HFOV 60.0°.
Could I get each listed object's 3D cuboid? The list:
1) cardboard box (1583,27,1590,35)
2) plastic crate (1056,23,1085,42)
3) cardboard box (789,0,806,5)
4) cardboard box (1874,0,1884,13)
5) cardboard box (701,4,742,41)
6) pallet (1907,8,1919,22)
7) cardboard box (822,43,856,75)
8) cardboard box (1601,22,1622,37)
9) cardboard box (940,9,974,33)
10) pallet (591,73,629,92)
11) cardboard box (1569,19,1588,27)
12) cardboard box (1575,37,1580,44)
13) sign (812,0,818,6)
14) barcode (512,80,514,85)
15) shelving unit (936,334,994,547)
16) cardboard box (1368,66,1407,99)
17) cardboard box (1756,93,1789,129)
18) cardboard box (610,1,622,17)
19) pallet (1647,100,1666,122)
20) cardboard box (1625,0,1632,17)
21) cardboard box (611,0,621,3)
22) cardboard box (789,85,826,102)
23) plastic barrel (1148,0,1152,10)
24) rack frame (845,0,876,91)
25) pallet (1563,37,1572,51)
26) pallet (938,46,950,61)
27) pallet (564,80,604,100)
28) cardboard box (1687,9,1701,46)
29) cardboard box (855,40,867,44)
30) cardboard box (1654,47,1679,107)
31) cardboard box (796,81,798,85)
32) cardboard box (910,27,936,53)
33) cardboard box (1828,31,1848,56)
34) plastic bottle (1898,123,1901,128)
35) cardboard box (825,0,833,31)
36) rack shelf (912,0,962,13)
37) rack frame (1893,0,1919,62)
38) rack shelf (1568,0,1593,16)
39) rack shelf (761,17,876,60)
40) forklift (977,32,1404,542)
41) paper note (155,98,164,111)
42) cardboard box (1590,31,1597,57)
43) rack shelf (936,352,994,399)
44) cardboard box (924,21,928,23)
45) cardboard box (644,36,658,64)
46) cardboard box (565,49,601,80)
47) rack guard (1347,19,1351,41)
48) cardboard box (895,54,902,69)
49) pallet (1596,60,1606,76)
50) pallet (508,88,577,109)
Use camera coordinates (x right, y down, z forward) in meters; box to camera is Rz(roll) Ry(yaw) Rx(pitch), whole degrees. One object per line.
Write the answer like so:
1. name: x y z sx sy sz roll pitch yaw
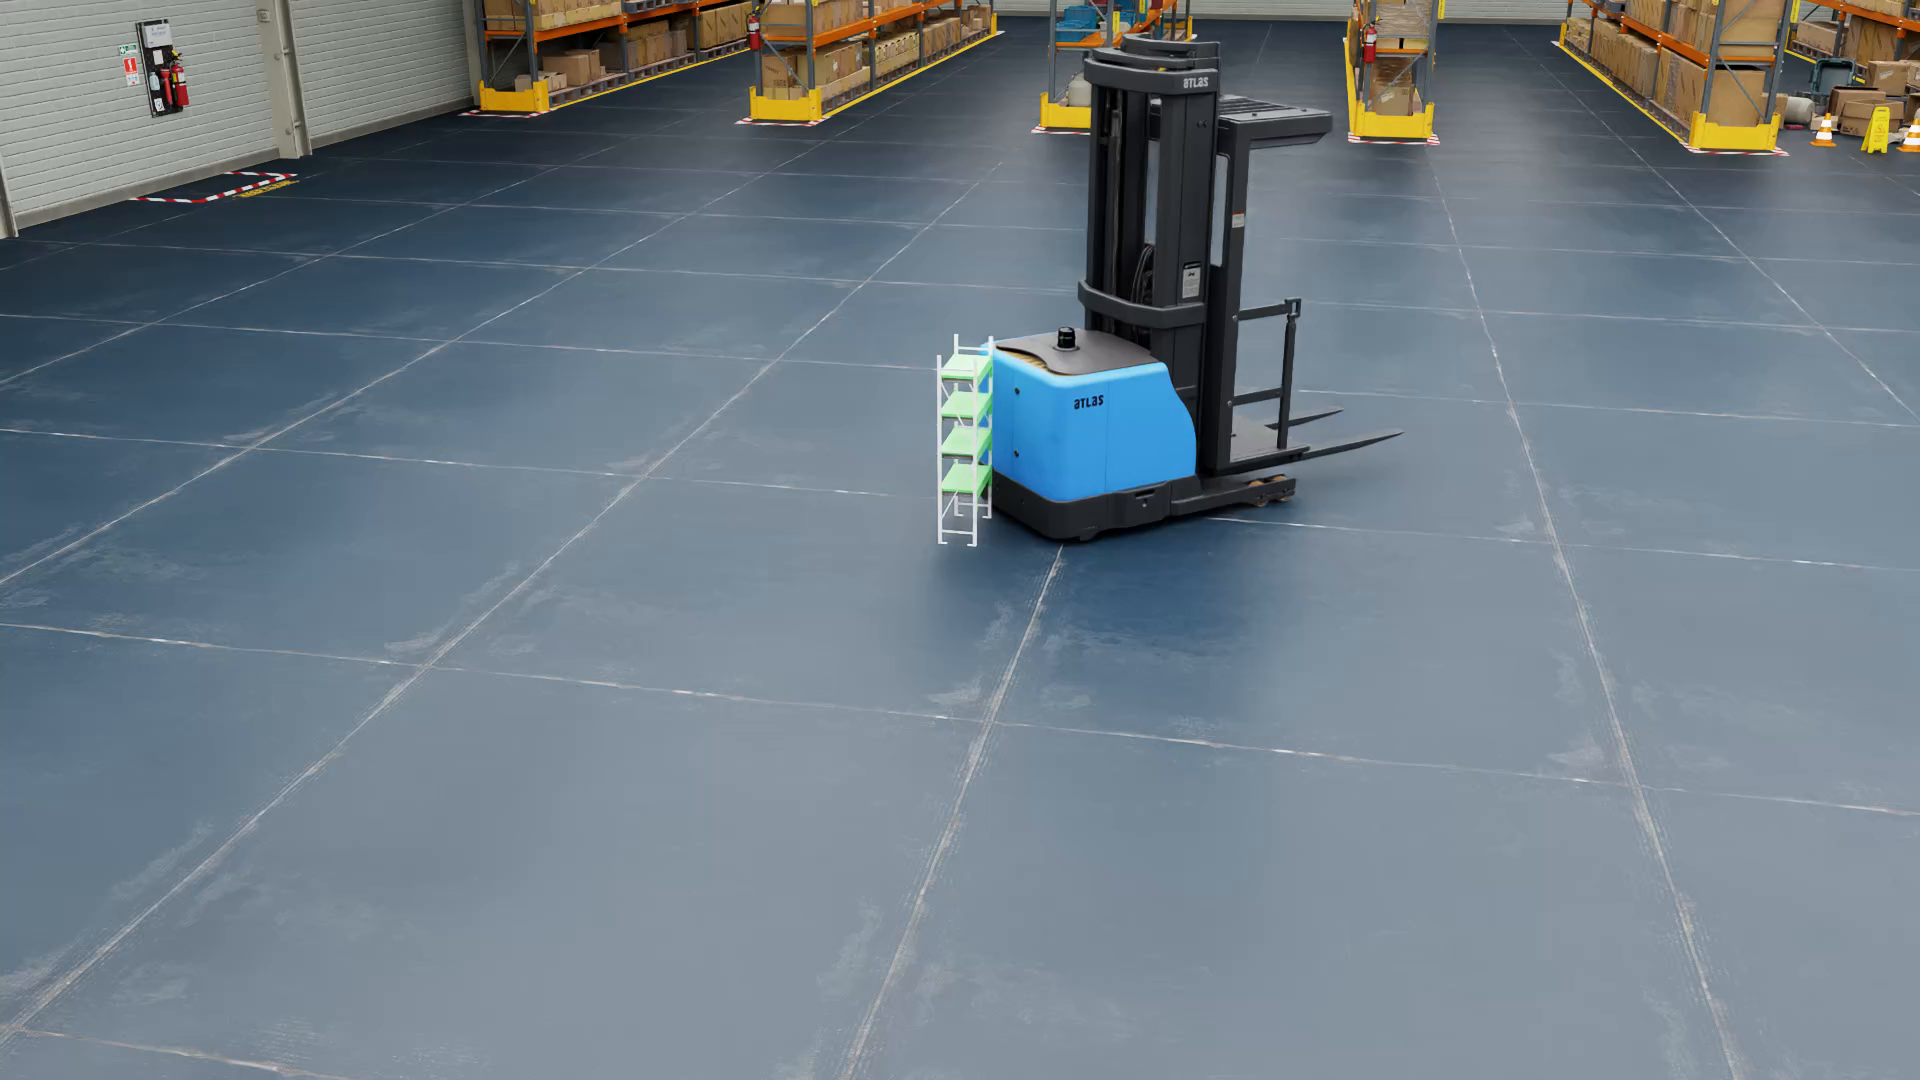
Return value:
1. cardboard box: 13.940 -11.190 36.582 0.380 0.149 0.250 4 22 10
2. plastic crate: 1.742 -8.245 27.010 0.499 0.251 0.616 4 22 11
3. cardboard box: -2.625 -8.961 27.587 0.380 0.149 0.250 4 22 11
4. cardboard box: 18.171 -10.407 32.380 0.500 0.250 0.500 4 22 10
5. cardboard box: -5.501 -11.877 38.143 0.750 0.750 0.750 5 23 13
6. pallet: 18.074 -9.543 30.291 1.213 0.211 1.003 4 22 11
7. cardboard box: -2.192 -8.666 29.970 0.500 0.500 0.500 4 22 11
8. cardboard box: 13.441 -10.456 34.081 0.500 0.250 0.500 5 23 13
9. cardboard box: -0.089 -12.609 40.400 0.797 0.503 0.637 4 22 11
10. pallet: -7.052 -8.784 31.883 1.003 0.211 1.213 4 22 11
11. cardboard box: 14.326 -11.957 38.486 0.380 0.149 0.250 4 22 11
12. cardboard box: 14.158 -11.305 37.664 0.380 0.149 0.250 4 22 11
13. sign: -2.374 -8.881 27.125 0.100 0.325 0.005 4 22 11
14. barcode: -7.925 -8.108 29.468 0.001 0.075 0.075 4 22 11
15. shelving unit: 0.034 -0.617 10.280 0.258 1.200 0.503 4 22 11
16. cardboard box: 7.367 -7.875 28.677 0.500 0.500 0.500 12 25 28
17. cardboard box: 13.120 -6.974 26.998 0.500 0.500 0.500 8 23 20
18. cardboard box: -6.750 -10.070 31.515 0.500 0.250 0.500 5 22 11
19. pallet: 12.201 -7.213 27.980 1.003 0.211 1.213 4 22 11
20. cardboard box: 12.893 -10.144 31.392 0.500 0.500 0.500 5 22 12
21. cardboard box: -6.744 -10.417 31.375 0.500 0.500 0.500 4 22 11
22. cardboard box: -2.589 -7.586 28.292 0.500 0.250 0.500 4 22 11
23. plastic barrel: 3.564 -10.693 32.740 0.421 0.512 0.421 0 22 0
24. rack frame: -2.100 -9.950 31.044 1.000 3.000 0.127 4 22 11
25. pallet: 14.665 -11.551 38.753 1.003 0.211 1.213 4 22 11
26. pallet: -0.843 -10.834 36.973 1.003 0.211 1.213 4 22 11
27. pallet: -7.299 -8.337 30.771 1.003 0.211 1.213 4 22 11
28. cardboard box: 12.043 -8.119 26.298 0.875 0.550 0.500 4 22 11
29. cardboard box: -2.094 -9.672 32.723 0.500 0.311 0.500 4 22 11
30. cardboard box: 12.235 -7.763 27.895 0.875 0.875 0.875 5 22 12
31. cardboard box: -3.006 -7.809 28.846 0.500 0.250 0.500 4 22 11
32. cardboard box: -0.810 -10.794 35.897 0.500 0.500 0.500 4 22 9
33. cardboard box: 19.164 -10.592 35.504 0.875 0.438 0.875 4 22 10
34. plastic bottle: 15.200 -6.746 27.022 0.133 0.061 0.283 8 23 20
35. cardboard box: -2.599 -9.077 28.742 0.700 0.500 0.500 5 22 11
36. rack shelf: -0.875 -11.811 36.627 1.077 0.370 4.000 4 22 11
37. rack frame: 18.115 -9.901 30.922 1.000 3.000 0.127 4 22 11
38. rack shelf: 14.473 -12.102 37.350 1.077 0.370 4.000 4 22 11
39. rack shelf: -2.508 -8.885 29.362 1.077 0.370 4.000 4 22 11
40. forklift: 1.628 -1.735 10.739 3.031 2.935 1.130 -12 25 -28
41. paper note: -10.340 -5.622 21.477 0.016 0.148 0.142 4 22 11
42. cardboard box: 13.654 -10.489 35.167 0.500 0.500 0.500 5 23 13
43. rack shelf: 0.034 -1.003 10.124 0.258 0.148 0.480 4 22 11
44. cardboard box: -1.012 -11.384 37.361 0.500 0.500 0.500 5 22 12
45. cardboard box: -6.616 -10.018 33.969 0.700 0.500 0.500 5 22 12
46. cardboard box: -7.123 -8.988 31.413 0.500 0.500 0.500 3 22 7
47. rack guard: 10.051 -12.431 40.551 1.175 0.500 0.348 4 22 11
48. cardboard box: -1.462 -9.560 33.195 0.500 0.250 0.500 5 22 12
49. pallet: 13.661 -9.678 34.102 1.003 0.211 1.213 4 22 11
50. pallet: -7.550 -7.892 29.667 1.003 0.211 1.213 4 22 11
